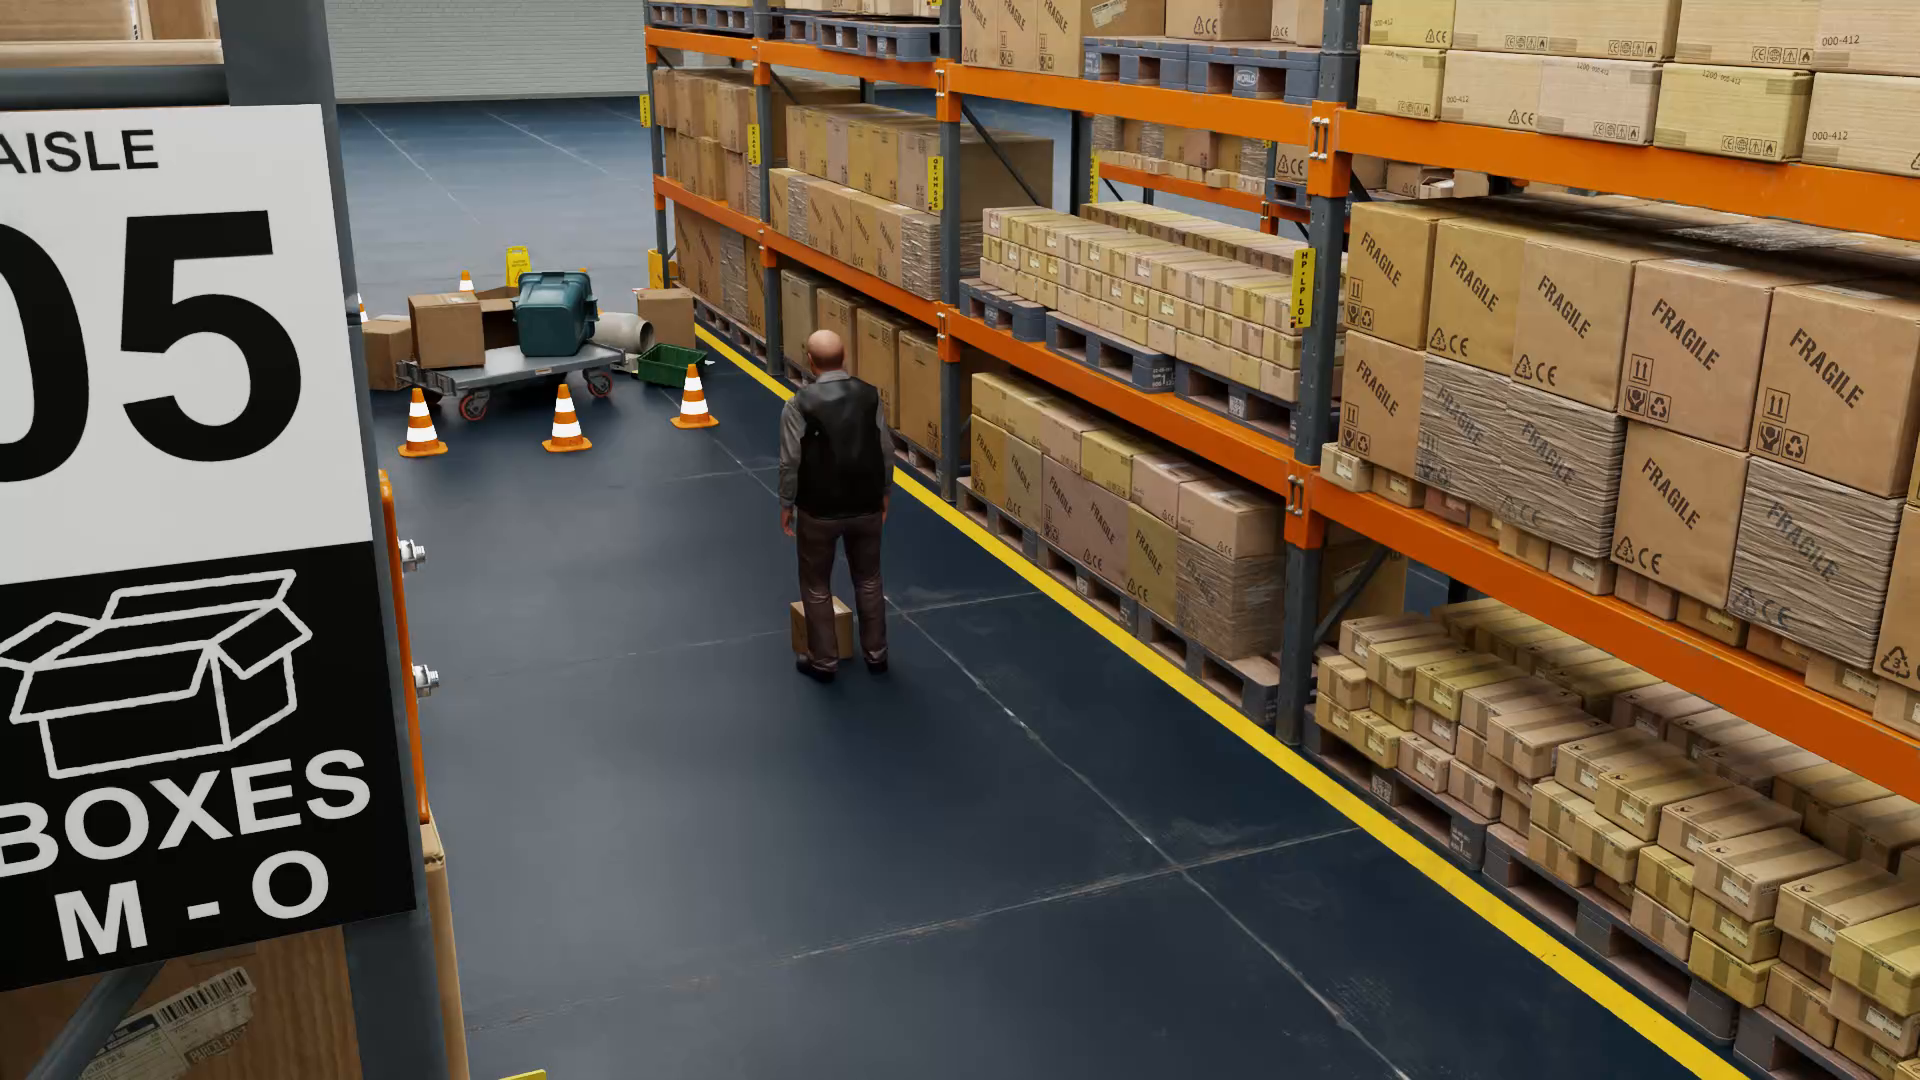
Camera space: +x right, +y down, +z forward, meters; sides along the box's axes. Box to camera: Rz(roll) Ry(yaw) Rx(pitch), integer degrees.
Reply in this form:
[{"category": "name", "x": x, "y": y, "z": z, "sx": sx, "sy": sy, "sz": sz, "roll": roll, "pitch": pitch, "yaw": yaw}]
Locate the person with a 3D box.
[{"category": "person", "x": -0.589, "y": -0.153, "z": 8.052, "sx": 0.583, "sy": 1.721, "sz": 0.412, "roll": -8, "pitch": 20, "yaw": -23}]
